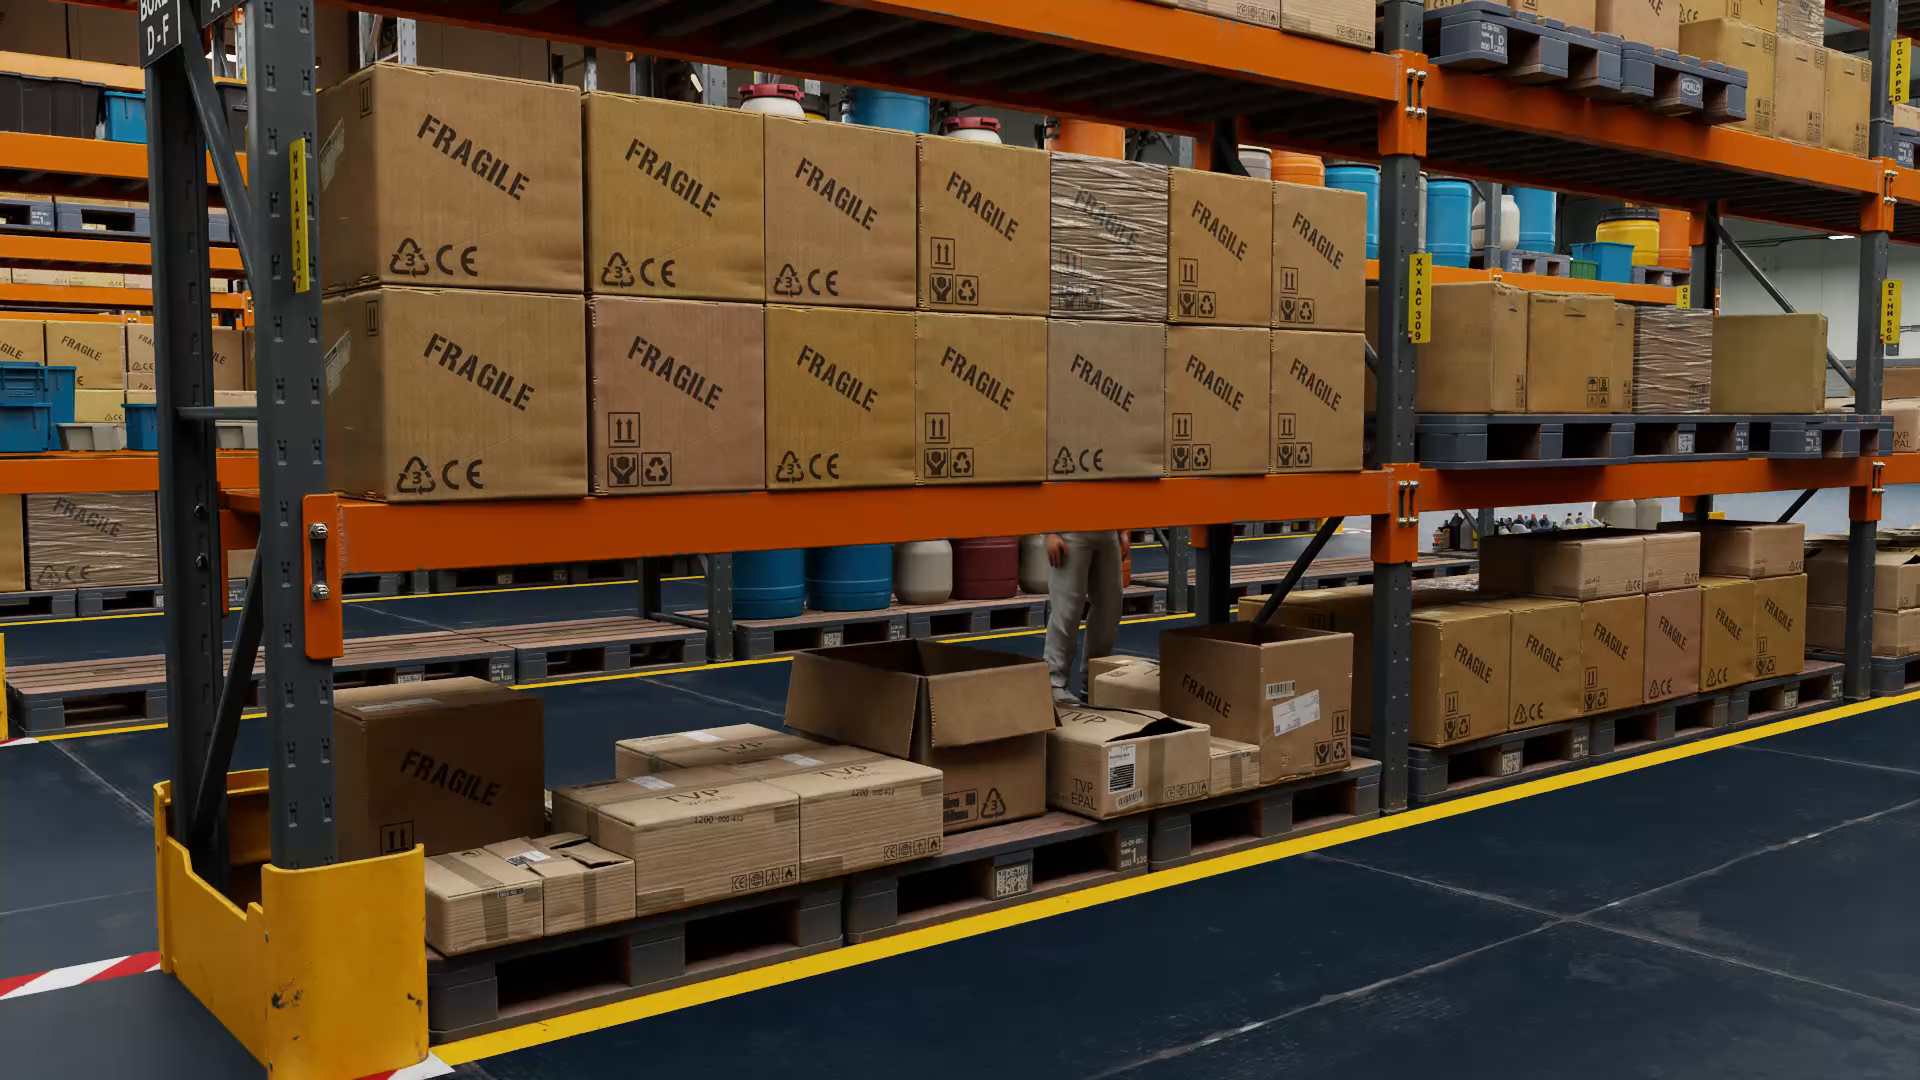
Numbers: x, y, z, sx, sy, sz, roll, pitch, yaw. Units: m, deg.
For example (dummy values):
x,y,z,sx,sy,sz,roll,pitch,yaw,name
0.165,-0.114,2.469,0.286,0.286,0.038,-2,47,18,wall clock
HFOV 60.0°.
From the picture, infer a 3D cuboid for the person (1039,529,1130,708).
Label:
x,y,z,sx,sy,sz,roll,pitch,yaw,name
0.649,-0.022,8.731,0.584,1.747,0.437,-3,6,-39,person
